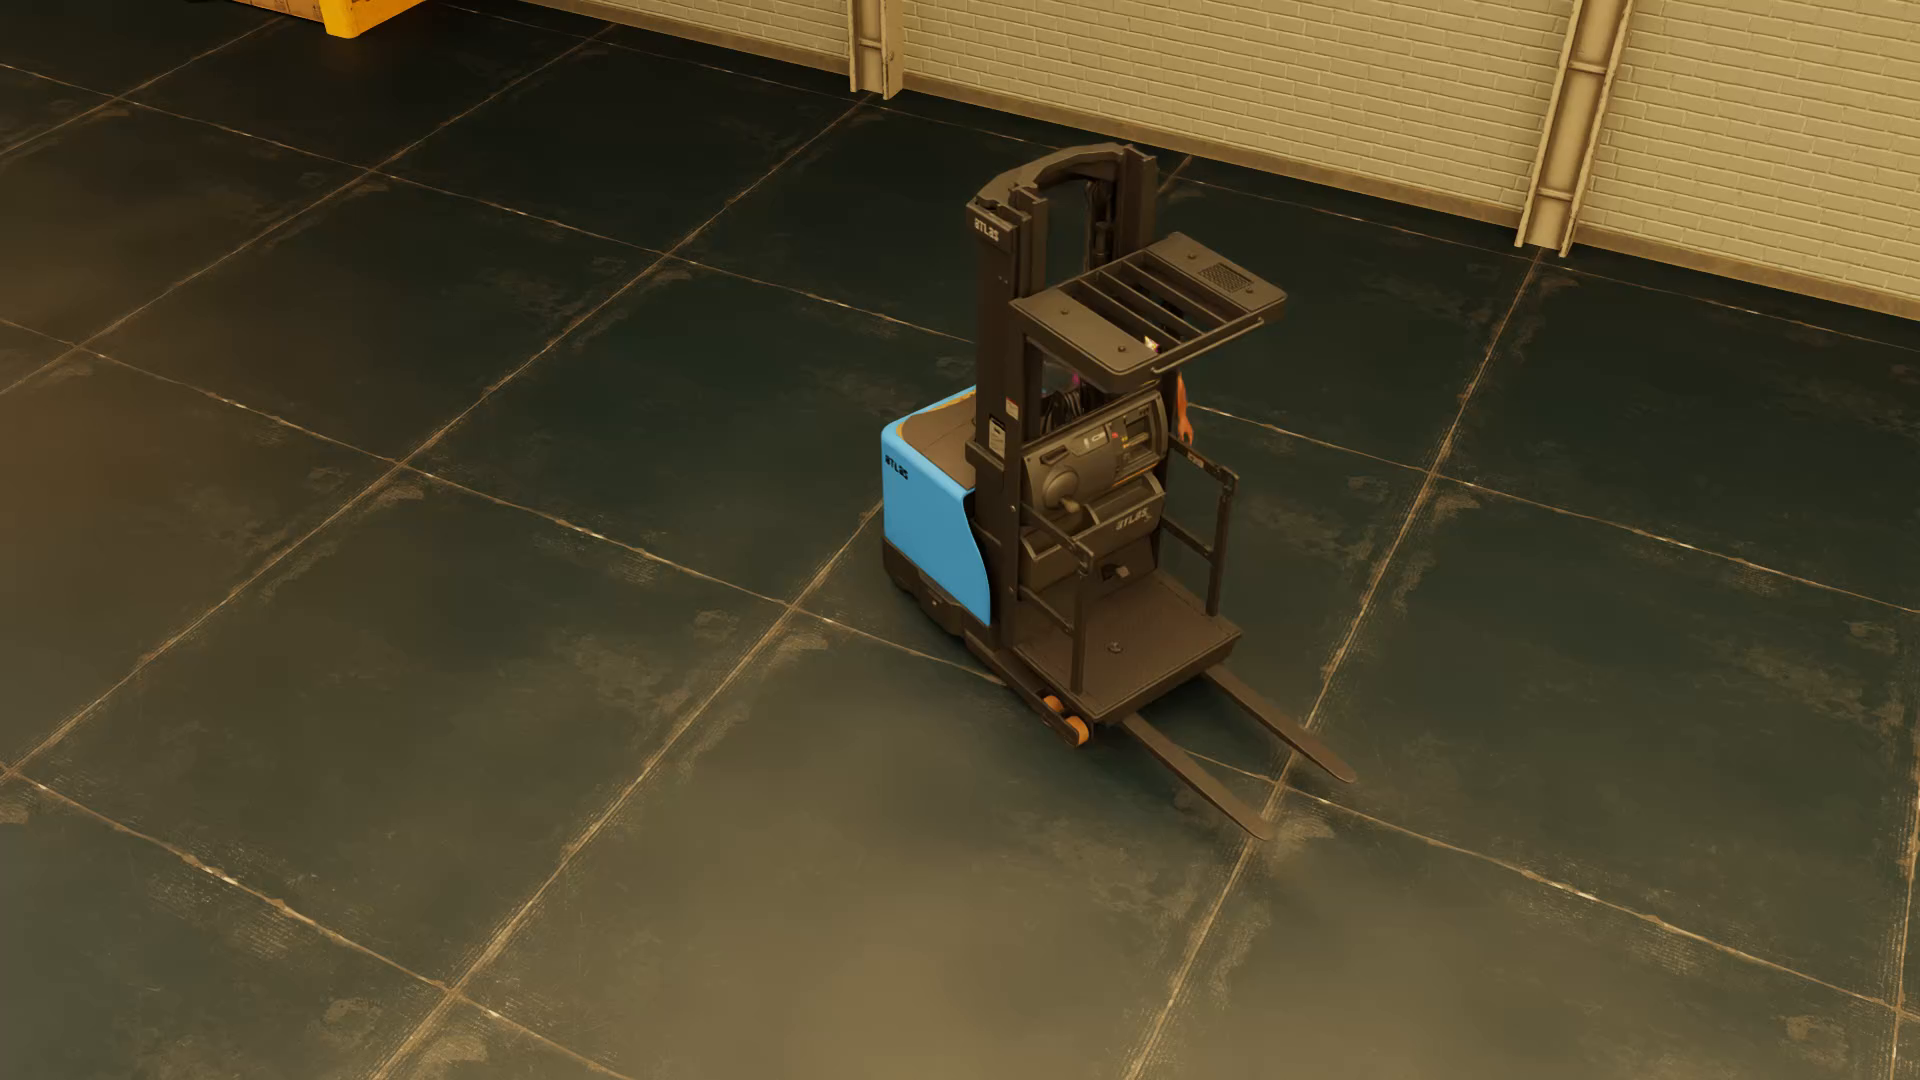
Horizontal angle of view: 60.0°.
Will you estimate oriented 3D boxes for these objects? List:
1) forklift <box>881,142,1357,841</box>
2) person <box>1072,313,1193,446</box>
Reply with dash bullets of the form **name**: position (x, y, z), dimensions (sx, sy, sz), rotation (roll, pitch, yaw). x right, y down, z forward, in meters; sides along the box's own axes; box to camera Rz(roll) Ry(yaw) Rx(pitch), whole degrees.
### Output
- **forklift**: position (0.837, -0.375, 8.432), dimensions (1.130, 2.935, 3.031), rotation (-27, 47, -28)
- **person**: position (0.992, -0.605, 9.652), dimensions (0.802, 1.663, 0.716), rotation (-9, 41, -10)
